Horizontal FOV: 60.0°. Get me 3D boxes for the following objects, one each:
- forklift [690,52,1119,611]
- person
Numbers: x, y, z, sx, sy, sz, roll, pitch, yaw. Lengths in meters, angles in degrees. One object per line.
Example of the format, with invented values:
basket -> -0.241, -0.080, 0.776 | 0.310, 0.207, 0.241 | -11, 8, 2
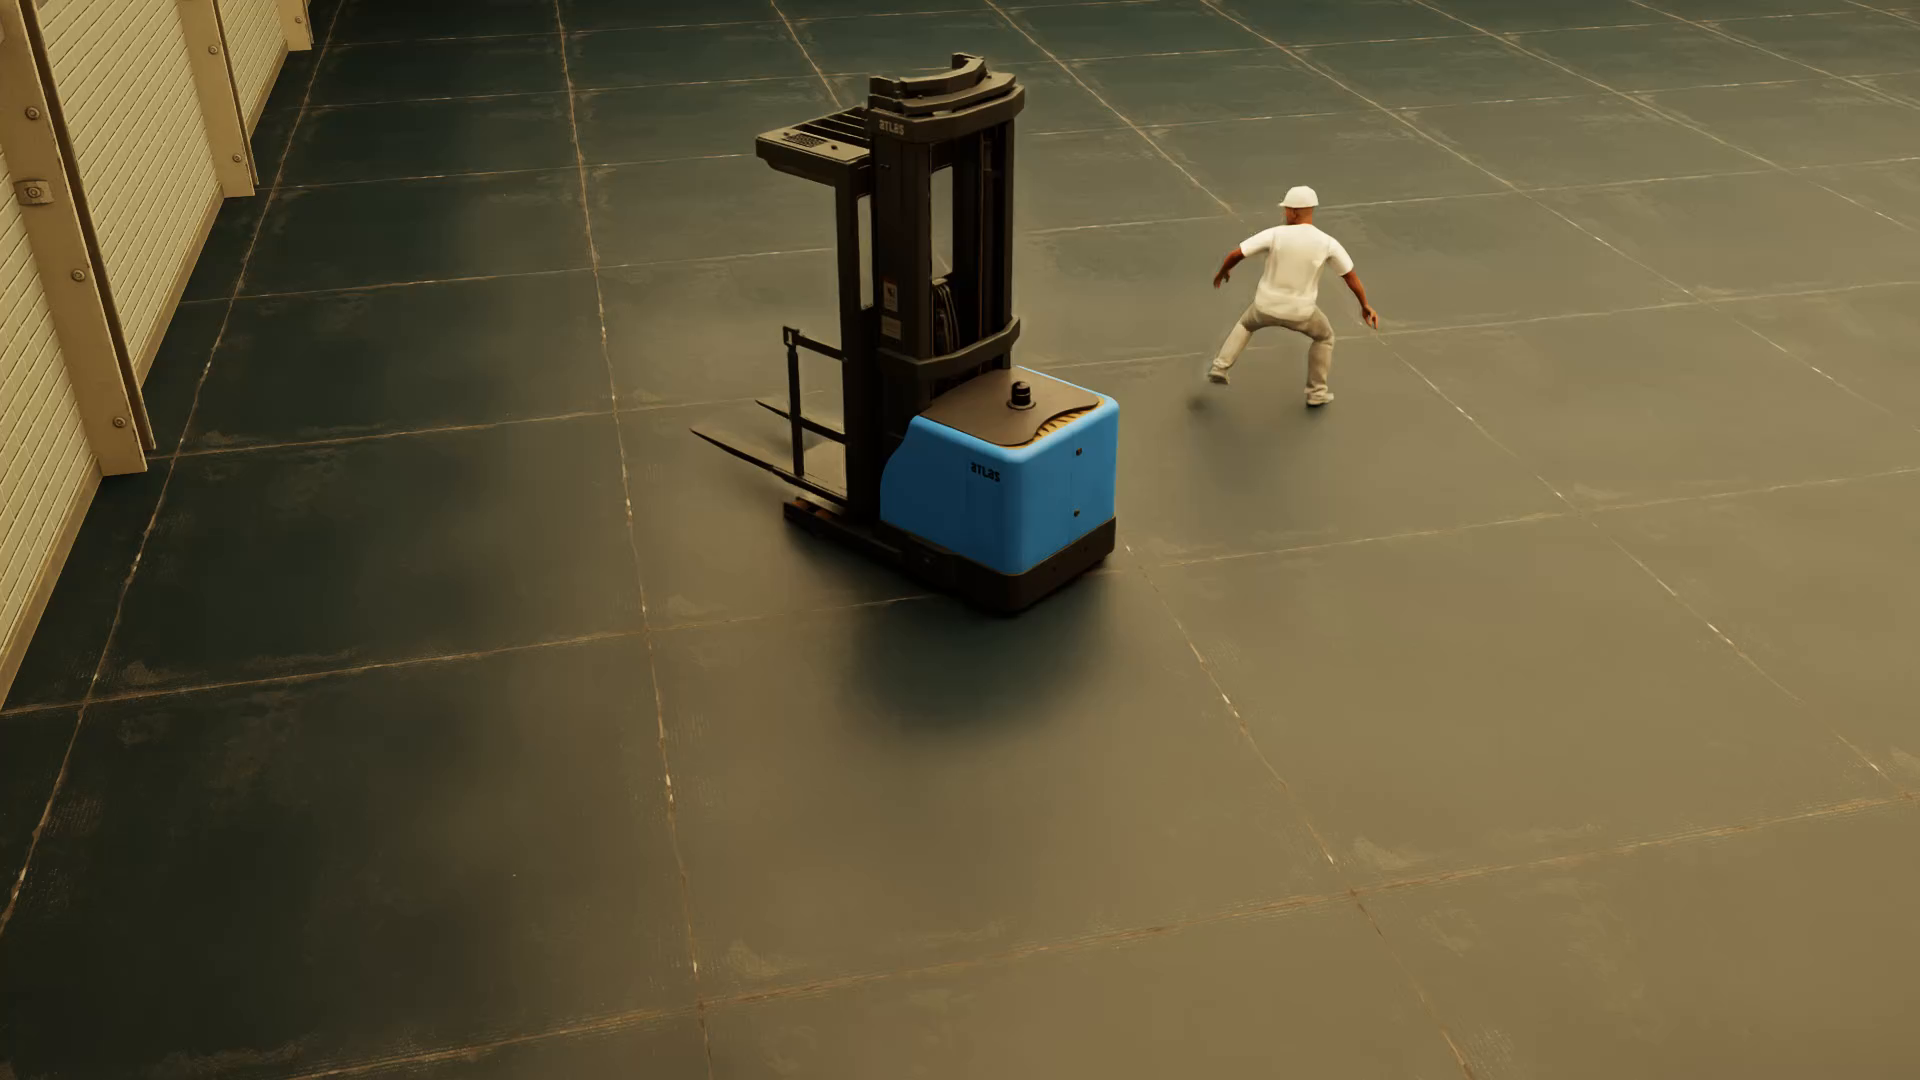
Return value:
forklift -> -0.491, -1.469, 10.112 | 3.031, 2.935, 1.130 | 24, 37, 35
person -> 2.398, -1.713, 11.896 | 1.193, 1.639, 0.512 | 9, 31, 15
